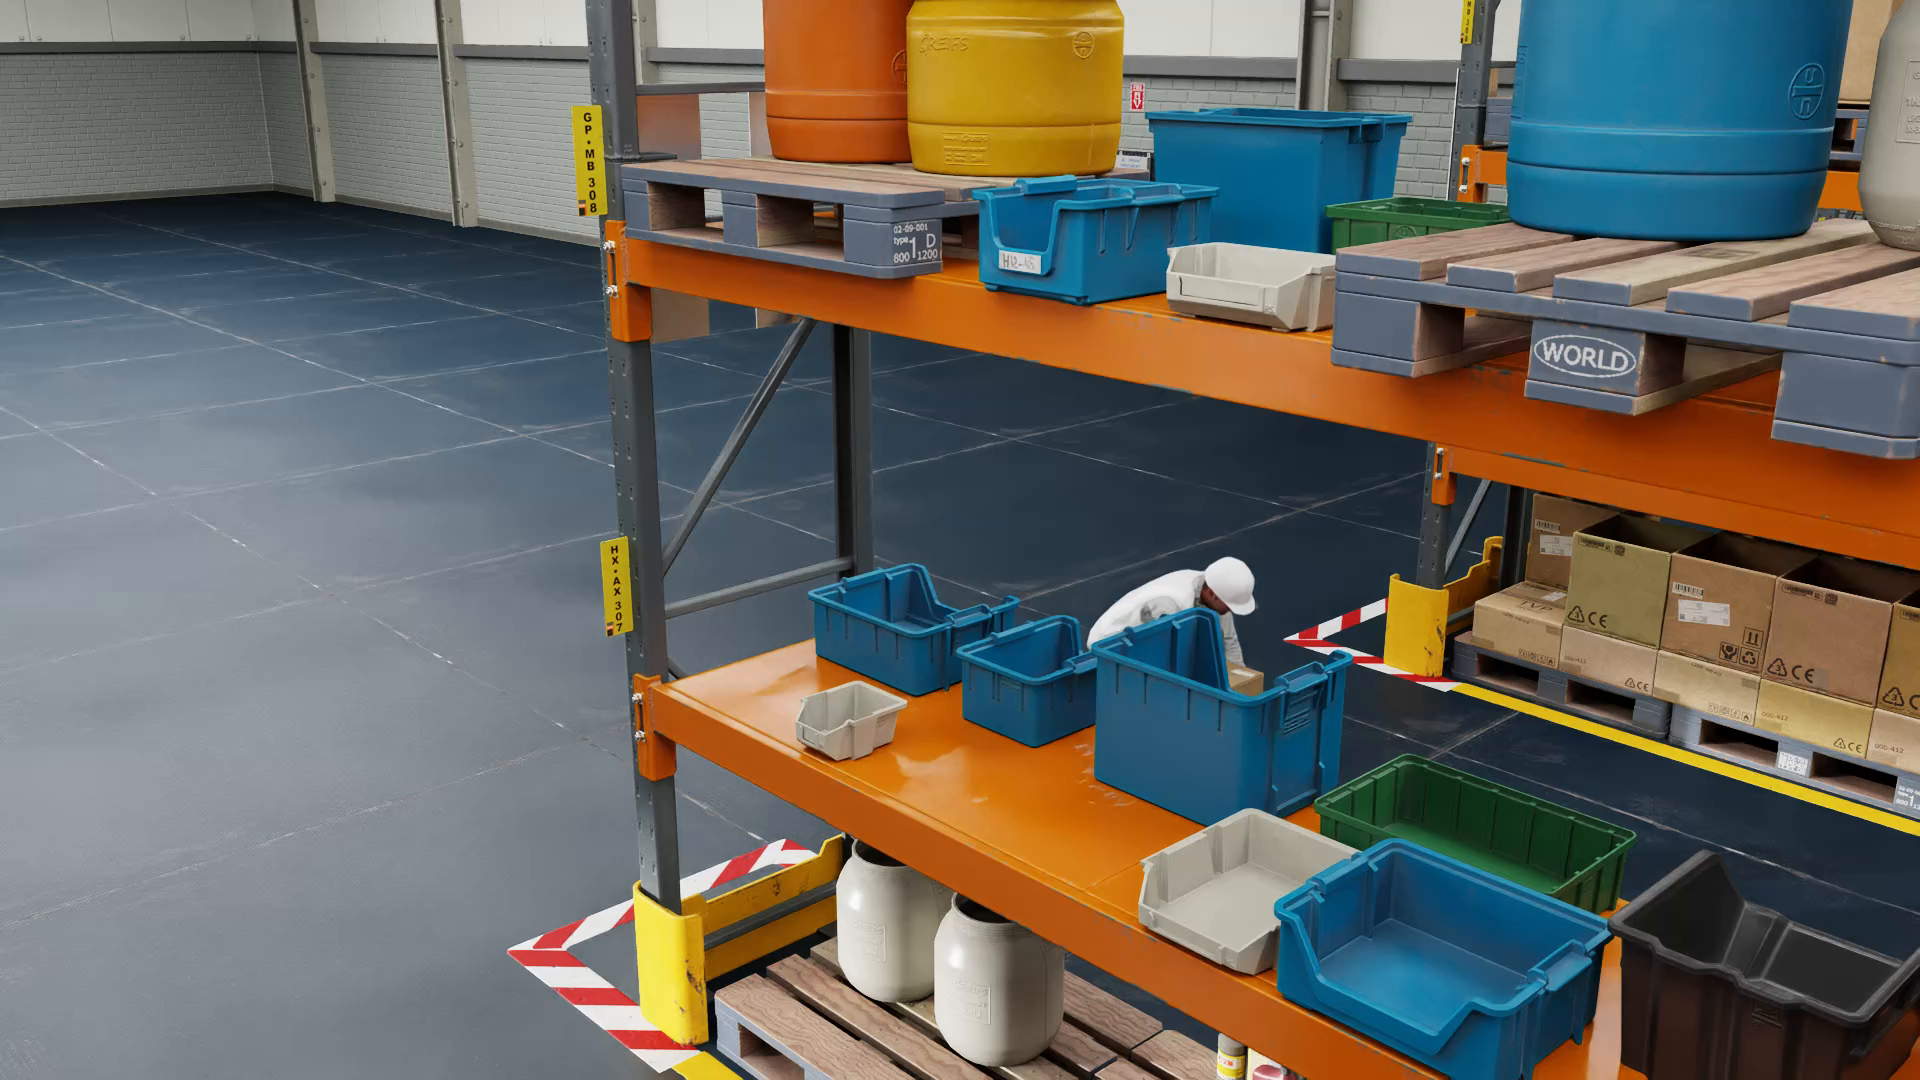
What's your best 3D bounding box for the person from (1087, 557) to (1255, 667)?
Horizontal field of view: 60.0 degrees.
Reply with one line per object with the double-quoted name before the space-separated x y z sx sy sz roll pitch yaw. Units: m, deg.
"person" 1.048 0.516 8.154 0.538 1.004 0.861 -15 23 -41
